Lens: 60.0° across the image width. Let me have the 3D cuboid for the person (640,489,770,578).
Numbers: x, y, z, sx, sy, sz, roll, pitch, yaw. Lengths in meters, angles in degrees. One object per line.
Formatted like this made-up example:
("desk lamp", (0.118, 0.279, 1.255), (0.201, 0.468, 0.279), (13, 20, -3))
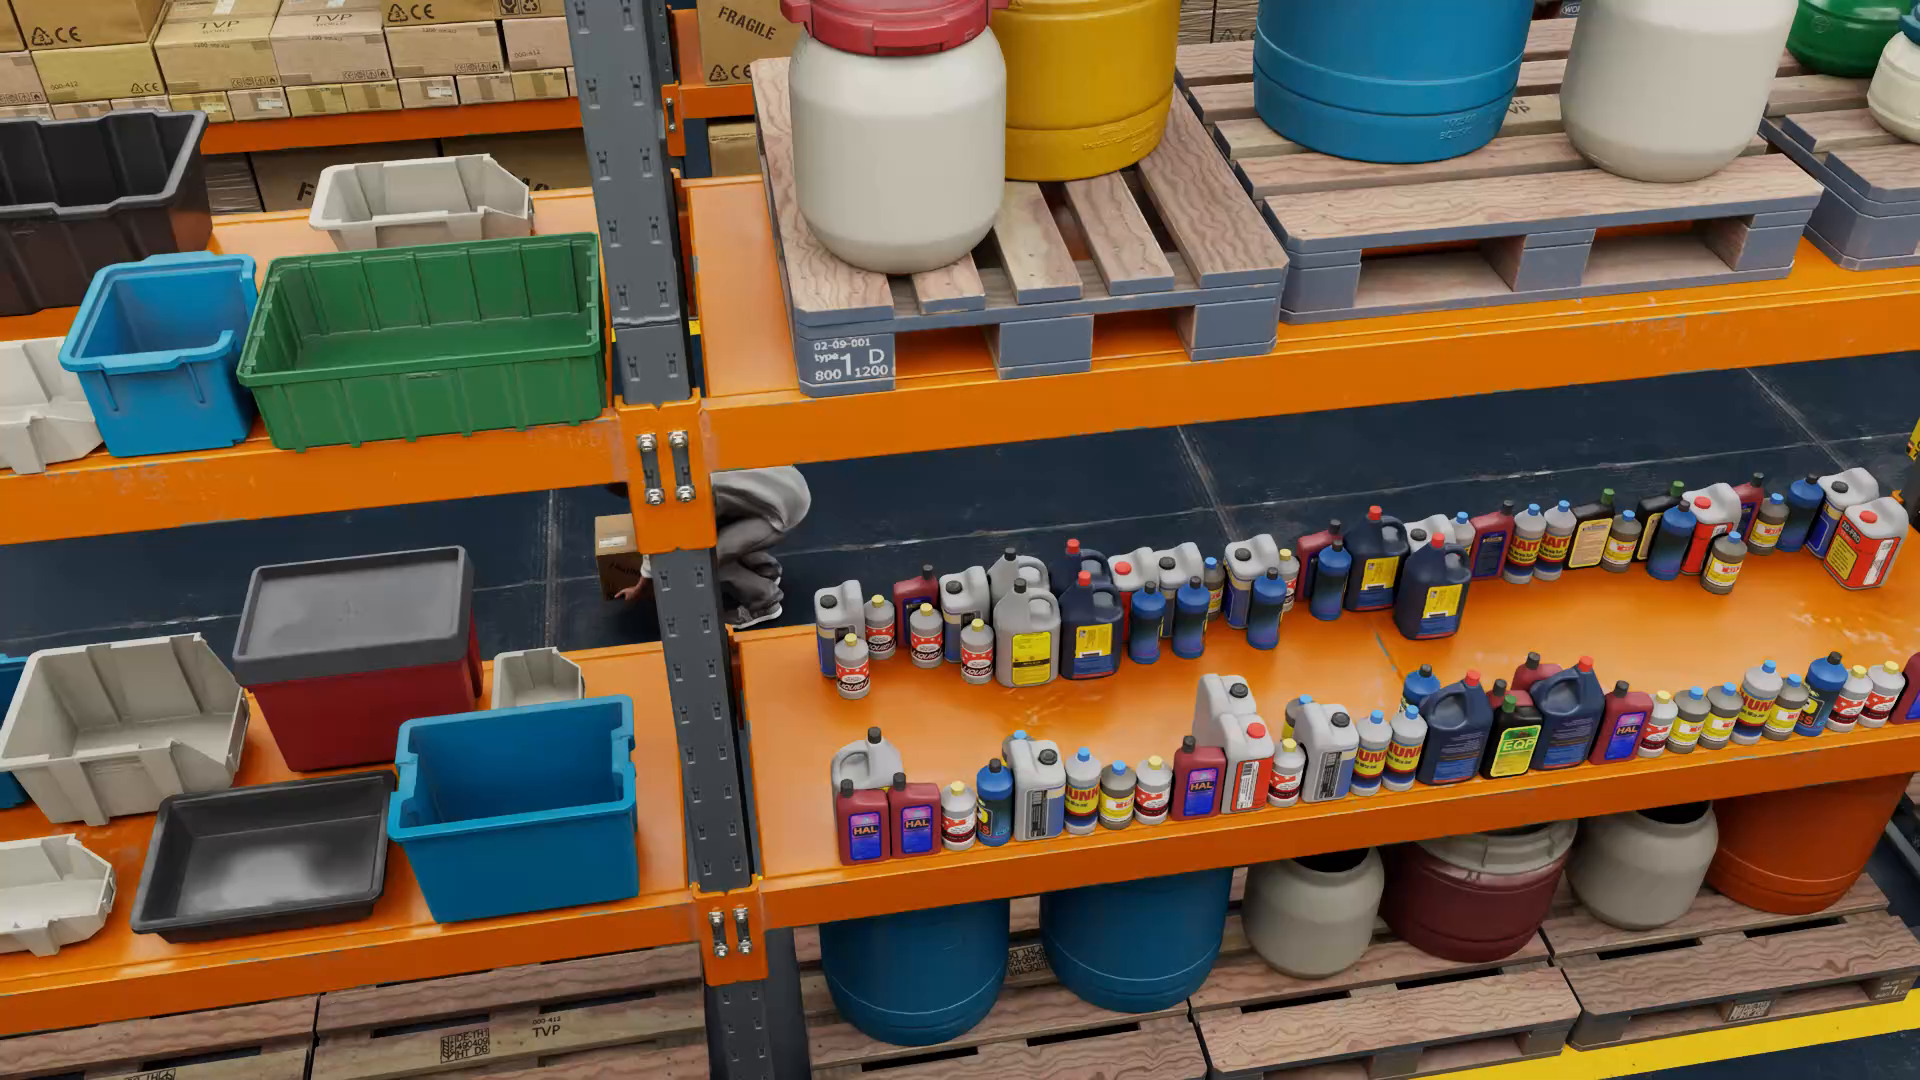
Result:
("person", (-0.968, -0.170, 6.714), (0.706, 0.483, 0.380), (-7, 40, -9))
